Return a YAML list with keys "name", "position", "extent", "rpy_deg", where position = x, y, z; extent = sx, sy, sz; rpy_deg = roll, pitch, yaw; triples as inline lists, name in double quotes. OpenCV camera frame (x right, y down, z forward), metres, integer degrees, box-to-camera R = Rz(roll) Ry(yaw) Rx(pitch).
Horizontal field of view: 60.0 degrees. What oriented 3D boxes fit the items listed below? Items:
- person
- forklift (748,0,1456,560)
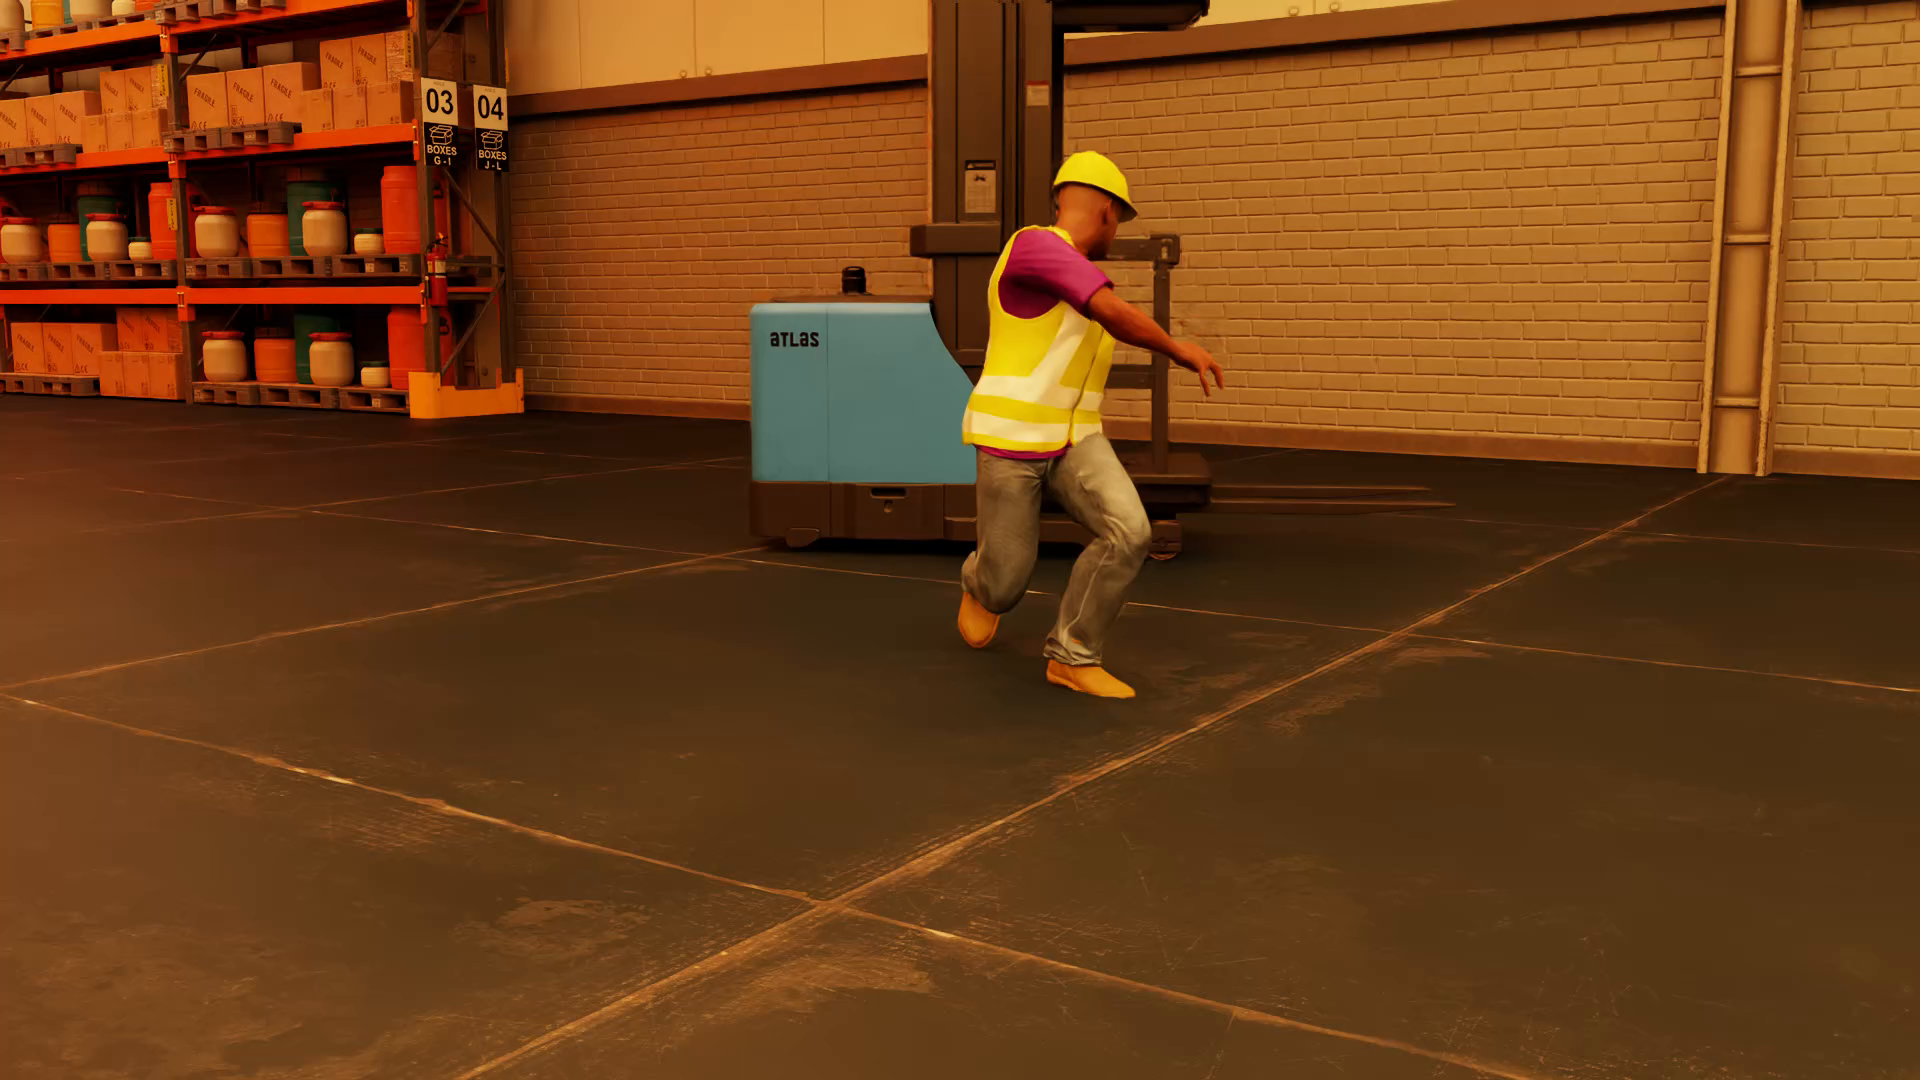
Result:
- name: "person"
  position: [0.293, -0.347, 4.834]
  extent: [0.672, 1.530, 0.918]
  rpy_deg: [-6, 10, -37]
- name: "forklift"
  position: [0.629, -1.445, 7.352]
  extent: [3.031, 2.935, 1.130]
  rpy_deg: [1, 8, 6]
